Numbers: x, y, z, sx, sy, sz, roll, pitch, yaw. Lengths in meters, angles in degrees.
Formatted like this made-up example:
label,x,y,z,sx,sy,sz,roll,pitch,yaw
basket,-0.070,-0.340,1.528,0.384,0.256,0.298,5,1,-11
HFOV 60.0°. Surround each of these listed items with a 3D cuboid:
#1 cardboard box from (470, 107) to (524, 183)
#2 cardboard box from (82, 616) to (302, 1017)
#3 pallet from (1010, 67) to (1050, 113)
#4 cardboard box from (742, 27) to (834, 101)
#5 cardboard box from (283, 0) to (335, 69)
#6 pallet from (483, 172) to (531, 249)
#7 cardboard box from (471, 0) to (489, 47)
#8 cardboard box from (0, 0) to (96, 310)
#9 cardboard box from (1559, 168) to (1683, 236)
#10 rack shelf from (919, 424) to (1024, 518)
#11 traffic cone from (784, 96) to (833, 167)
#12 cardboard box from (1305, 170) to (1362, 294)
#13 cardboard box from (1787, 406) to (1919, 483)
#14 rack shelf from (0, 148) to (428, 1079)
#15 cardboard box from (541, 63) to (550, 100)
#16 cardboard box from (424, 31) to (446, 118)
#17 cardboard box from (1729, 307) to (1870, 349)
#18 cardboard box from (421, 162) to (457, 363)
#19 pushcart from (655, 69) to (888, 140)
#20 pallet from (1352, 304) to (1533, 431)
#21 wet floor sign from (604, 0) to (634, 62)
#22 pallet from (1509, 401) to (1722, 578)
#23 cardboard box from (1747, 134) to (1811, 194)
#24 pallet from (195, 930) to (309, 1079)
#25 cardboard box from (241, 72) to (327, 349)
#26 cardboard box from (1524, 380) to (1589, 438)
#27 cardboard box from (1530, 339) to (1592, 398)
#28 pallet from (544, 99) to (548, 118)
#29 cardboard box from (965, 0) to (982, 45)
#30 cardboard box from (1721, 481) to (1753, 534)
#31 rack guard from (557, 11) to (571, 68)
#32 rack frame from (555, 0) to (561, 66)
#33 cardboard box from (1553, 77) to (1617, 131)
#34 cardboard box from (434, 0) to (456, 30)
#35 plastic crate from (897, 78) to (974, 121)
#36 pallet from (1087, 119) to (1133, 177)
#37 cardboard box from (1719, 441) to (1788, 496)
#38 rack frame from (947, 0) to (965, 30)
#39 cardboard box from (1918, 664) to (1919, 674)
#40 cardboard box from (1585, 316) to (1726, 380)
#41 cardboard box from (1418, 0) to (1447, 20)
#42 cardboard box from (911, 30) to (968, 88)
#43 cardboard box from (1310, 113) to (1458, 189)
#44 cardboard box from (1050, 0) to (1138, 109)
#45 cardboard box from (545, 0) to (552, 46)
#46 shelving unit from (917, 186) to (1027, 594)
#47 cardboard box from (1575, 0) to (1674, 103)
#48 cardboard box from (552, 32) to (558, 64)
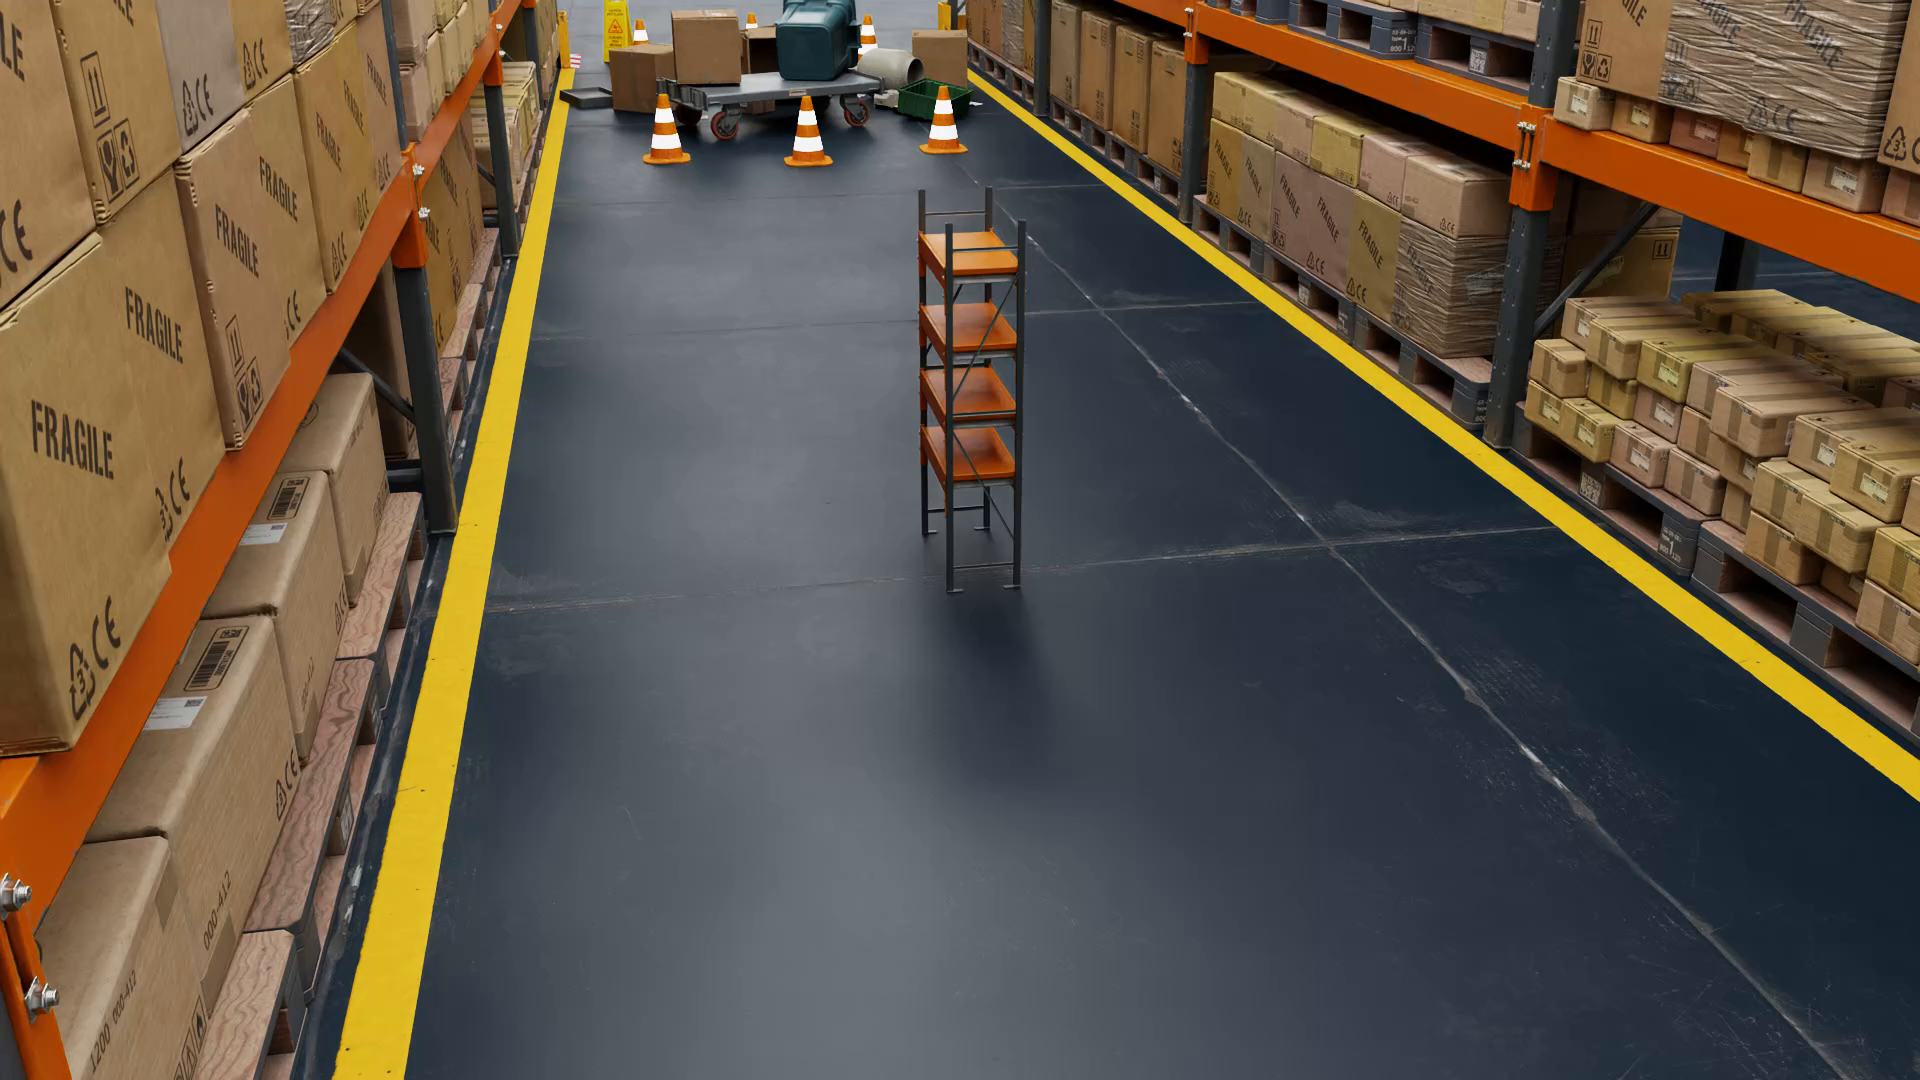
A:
label,x,y,z,sx,sy,sz,roll,pitch,yaw
cardboard box,-3.234,-2.451,10.373,0.950,0.372,0.625,-5,24,-11
cardboard box,-1.914,0.567,3.381,0.875,0.438,0.875,-4,24,-8
pallet,1.047,-3.957,14.546,1.003,0.211,1.213,-4,24,-10
cardboard box,-1.481,-4.144,14.441,0.797,0.637,0.503,-4,24,-10
cardboard box,-1.708,-1.316,3.641,0.500,0.500,0.500,-4,24,-9
pallet,-3.138,-1.980,10.019,1.003,0.211,1.213,-4,24,-10
cardboard box,-2.537,-2.502,7.918,0.500,0.250,0.500,-4,24,-9
cardboard box,-1.325,-0.517,1.813,0.500,0.500,0.500,-5,24,-11
cardboard box,2.713,-1.484,7.061,0.500,0.250,0.500,-5,24,-12
rack shelf,0.031,-0.241,5.467,0.258,0.148,0.480,-4,24,-10
traffic cone,-1.093,-2.937,11.896,0.336,0.463,0.334,-4,24,-10
cardboard box,2.021,-1.506,8.050,0.500,0.500,0.500,-5,24,-11
cardboard box,2.707,-0.274,4.924,0.380,0.149,0.250,-5,24,-12
rack shelf,-1.886,-0.261,3.498,1.077,0.370,4.000,-4,24,-10
cardboard box,-3.579,-3.708,13.403,0.500,0.250,0.500,-5,24,-12
cardboard box,-2.175,-1.704,6.092,0.500,0.250,0.500,-5,24,-11
cardboard box,2.998,-0.723,5.952,0.380,0.149,0.250,-4,24,-9
cardboard box,-2.624,-1.188,6.853,0.875,0.875,0.875,-4,24,-8
pushcart,-1.504,-3.510,13.316,1.648,0.377,0.936,-13,27,-28
pallet,2.445,-0.811,7.344,1.003,0.211,1.213,-4,24,-10
wet floor sign,-3.458,-5.172,16.786,0.267,0.644,0.232,4,24,9
pallet,2.749,-0.244,6.044,1.003,0.211,1.213,-4,24,-10
cardboard box,2.570,-1.124,4.889,0.380,0.149,0.250,-4,24,-9
pallet,-1.741,1.166,2.817,1.003,0.211,1.213,-4,24,-10
cardboard box,-1.629,-0.654,3.374,0.500,0.500,0.500,-4,24,-8
cardboard box,2.342,-0.502,6.189,0.380,0.149,0.250,-5,24,-12
cardboard box,2.343,-0.639,6.131,0.380,0.149,0.250,-3,24,-7
pallet,-3.894,-3.507,13.517,1.003,0.211,1.213,-4,24,-10
cardboard box,0.562,-5.460,16.634,0.875,0.875,0.875,-4,24,-9
cardboard box,2.668,-0.104,5.278,0.380,0.149,0.250,-5,24,-12
rack guard,-4.461,-4.922,16.394,1.175,0.500,0.348,-4,24,-10
rack frame,-4.475,-6.097,15.962,1.000,3.000,0.127,-4,24,-10
cardboard box,2.321,-1.532,5.824,0.380,0.149,0.250,-3,24,-8
cardboard box,-2.251,-2.135,6.453,0.500,0.250,0.500,-4,24,-9
plastic crate,-0.209,-3.639,13.775,0.450,0.188,0.662,17,27,13
pallet,1.557,-2.873,12.064,1.003,0.211,1.213,-4,24,-10
cardboard box,2.633,-0.237,5.210,0.380,0.149,0.250,-3,24,-7
rack frame,0.371,-6.503,16.892,1.000,3.000,0.127,-4,24,-10
cardboard box,2.749,0.317,4.314,0.380,0.149,0.250,-5,24,-12
cardboard box,2.443,-0.678,5.849,0.380,0.149,0.250,-3,24,-7
cardboard box,2.183,-2.301,7.059,0.380,0.149,0.250,-6,24,-12
cardboard box,-0.185,-4.320,15.013,0.500,0.500,0.500,0,24,-1
cardboard box,2.010,-1.858,7.918,0.500,0.250,0.500,-5,24,-12
cardboard box,1.314,-3.854,13.112,1.050,0.750,0.750,-4,24,-10
cardboard box,-3.784,-4.465,14.200,0.500,0.500,0.500,-3,24,-7
shelving unit,0.031,-0.485,5.361,0.258,1.200,0.503,-4,24,-10
cardboard box,2.434,-1.752,5.516,0.500,0.500,0.500,-5,24,-11
cardboard box,-3.973,-4.527,15.278,0.500,0.250,0.500,-4,24,-10
